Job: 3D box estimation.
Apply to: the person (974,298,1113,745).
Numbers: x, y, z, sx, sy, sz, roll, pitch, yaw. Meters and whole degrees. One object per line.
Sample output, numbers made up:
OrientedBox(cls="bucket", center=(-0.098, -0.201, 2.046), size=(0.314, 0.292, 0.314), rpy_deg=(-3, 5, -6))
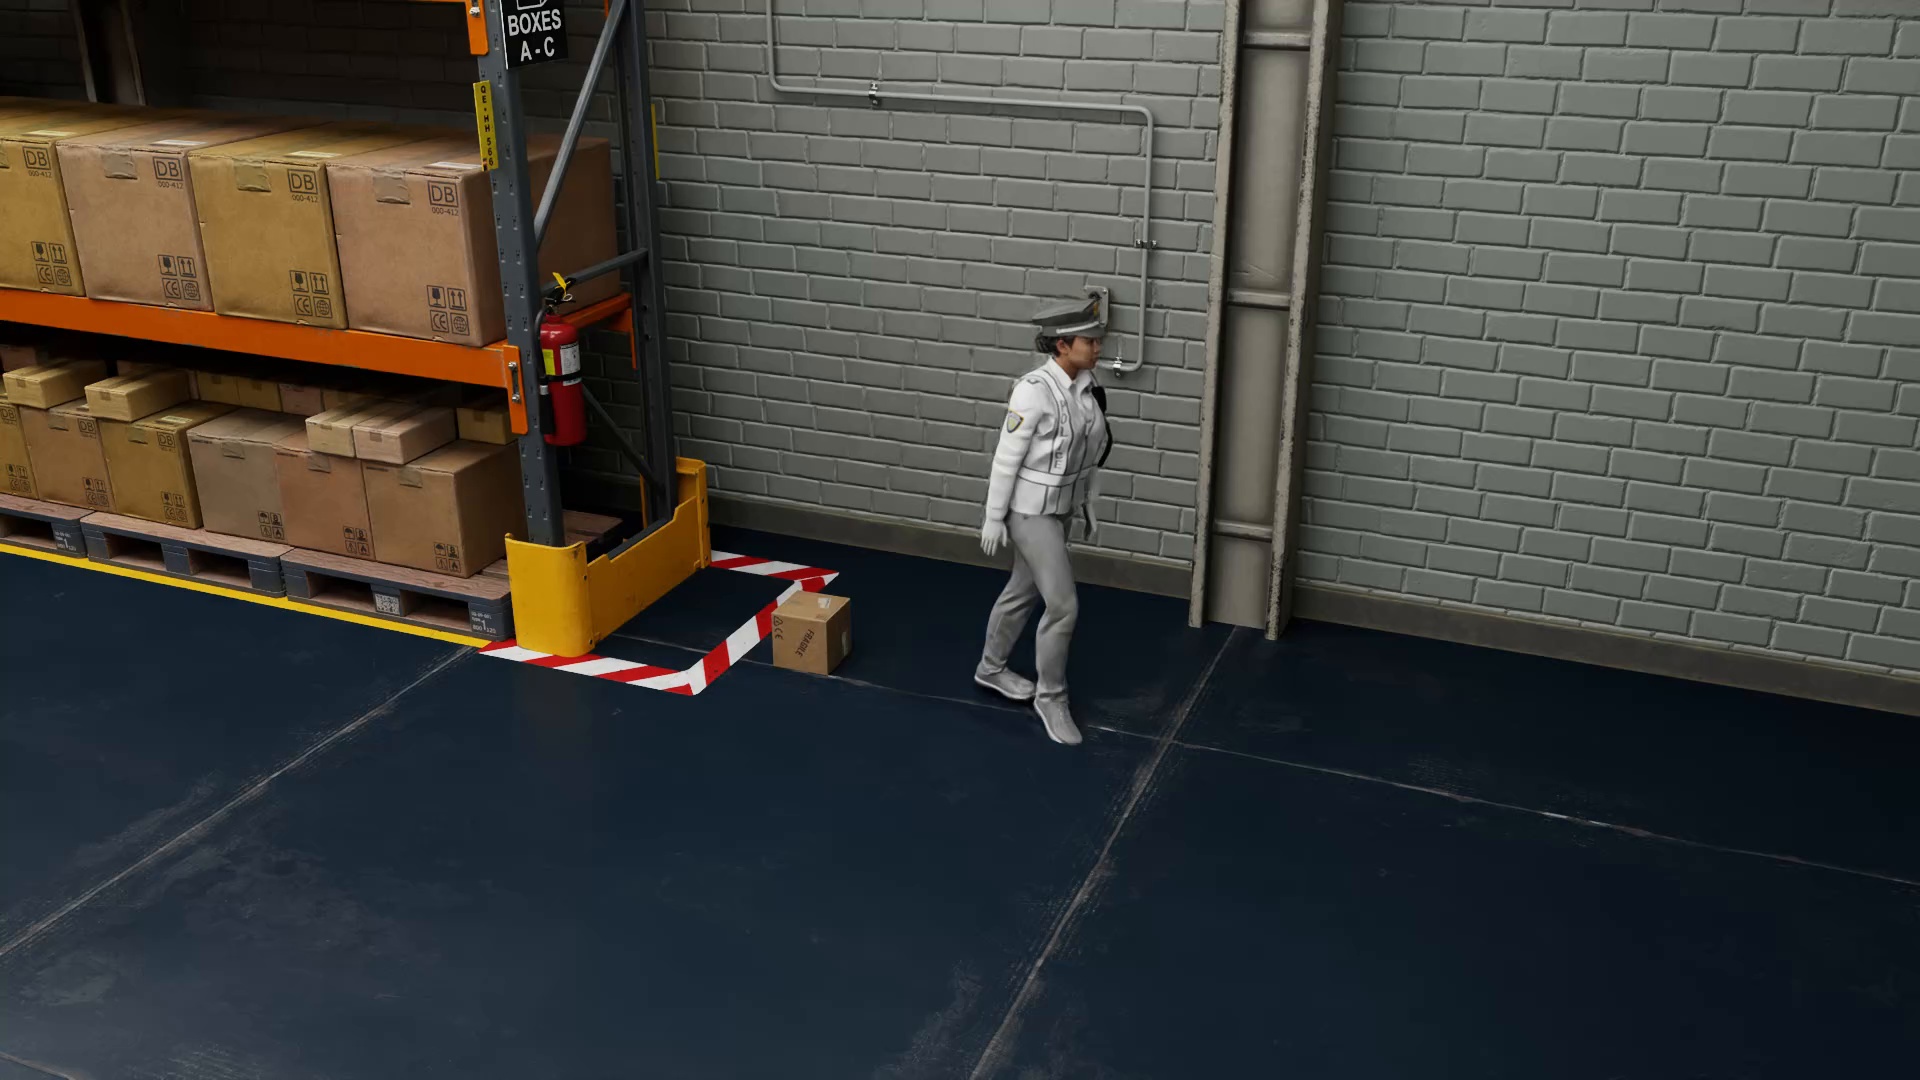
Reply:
OrientedBox(cls="person", center=(0.318, -0.099, 6.345), size=(0.570, 1.715, 0.508), rpy_deg=(13, 26, 29))
